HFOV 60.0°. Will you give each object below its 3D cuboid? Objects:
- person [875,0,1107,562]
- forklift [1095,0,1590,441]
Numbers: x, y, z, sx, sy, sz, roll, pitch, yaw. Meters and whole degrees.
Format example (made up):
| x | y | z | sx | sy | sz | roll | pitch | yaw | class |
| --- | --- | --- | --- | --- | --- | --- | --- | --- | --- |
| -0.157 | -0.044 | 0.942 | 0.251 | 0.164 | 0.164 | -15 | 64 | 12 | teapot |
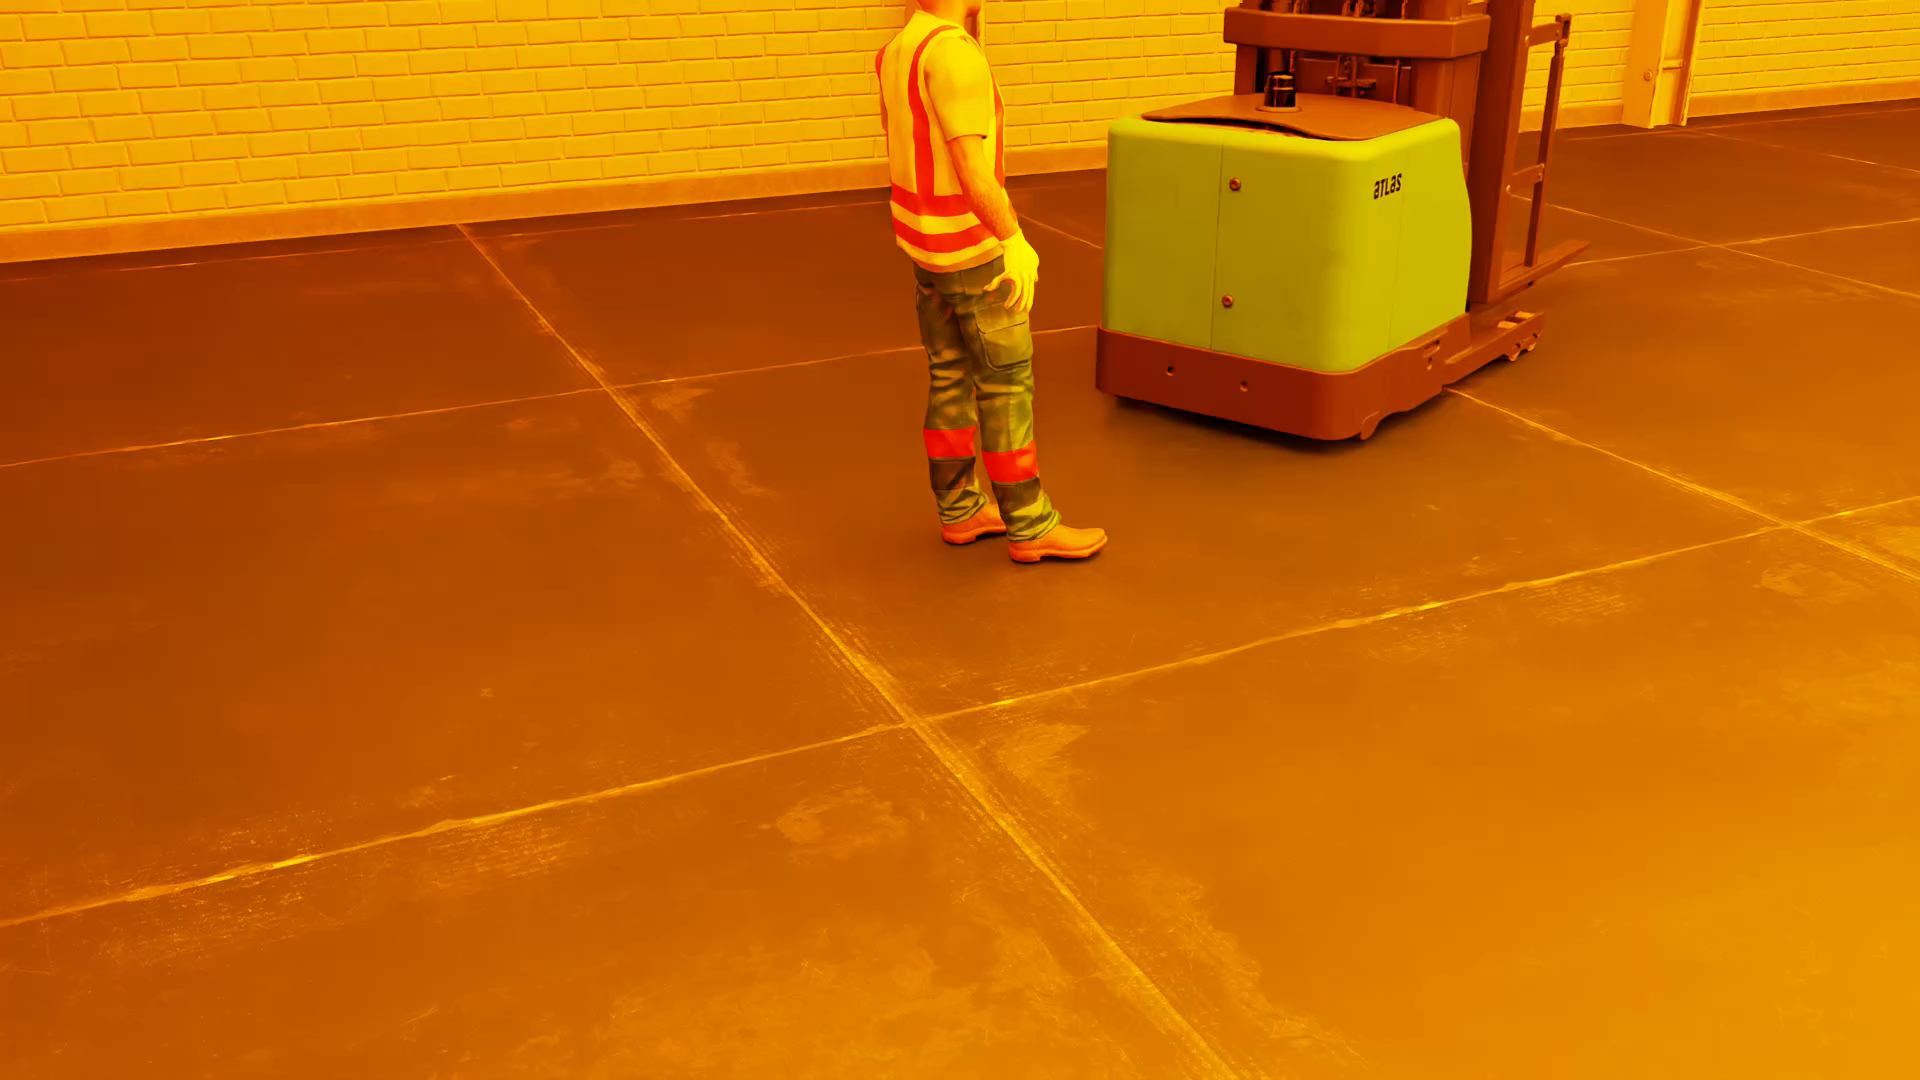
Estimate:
| x | y | z | sx | sy | sz | roll | pitch | yaw | class |
| --- | --- | --- | --- | --- | --- | --- | --- | --- | --- |
| 0.078 | -0.842 | 4.781 | 0.563 | 1.788 | 0.638 | -10 | 25 | -23 | person |
| 1.818 | -2.196 | 6.573 | 1.130 | 2.935 | 3.031 | 17 | 28 | 35 | forklift |
